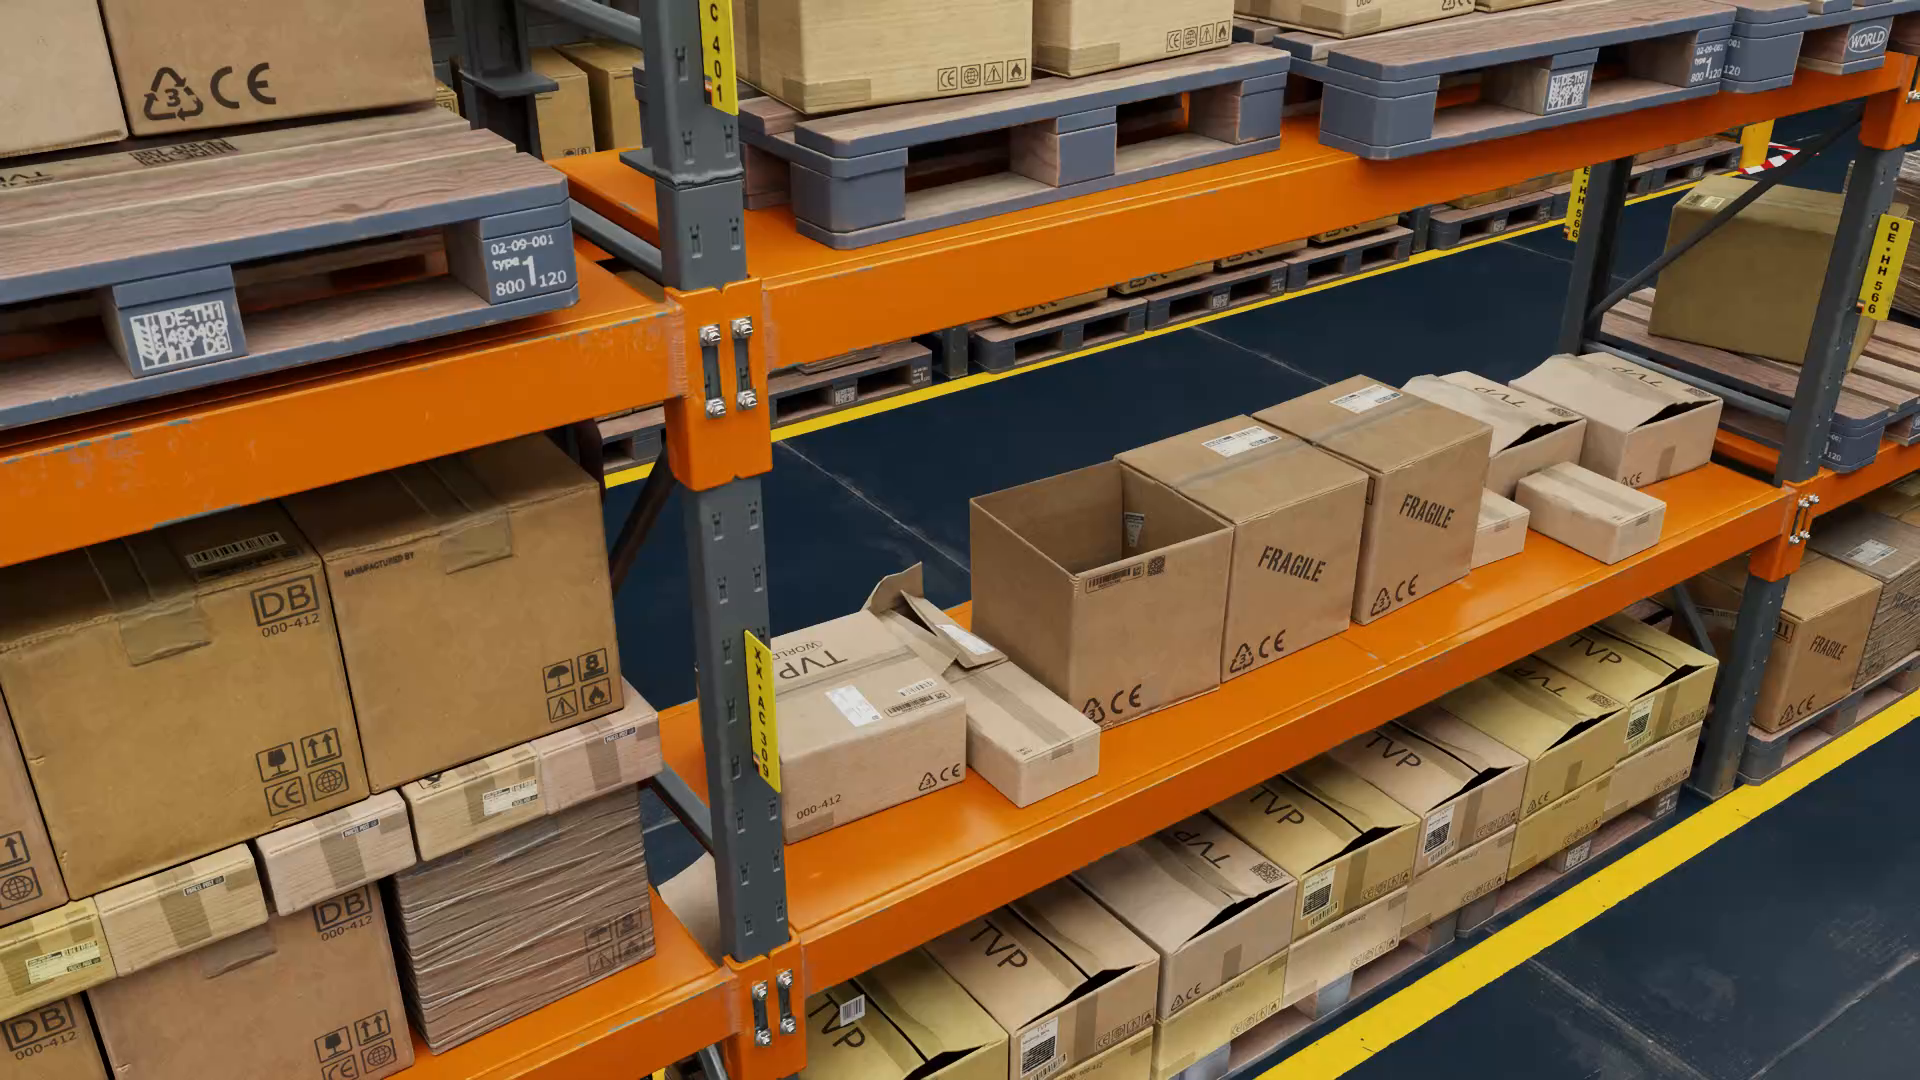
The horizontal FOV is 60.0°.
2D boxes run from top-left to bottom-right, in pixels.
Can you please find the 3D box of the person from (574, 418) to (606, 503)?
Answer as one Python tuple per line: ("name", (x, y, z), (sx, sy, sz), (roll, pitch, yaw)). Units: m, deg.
("person", (-1.629, -0.070, 6.269), (0.642, 1.774, 0.422), (-18, 33, -31))
